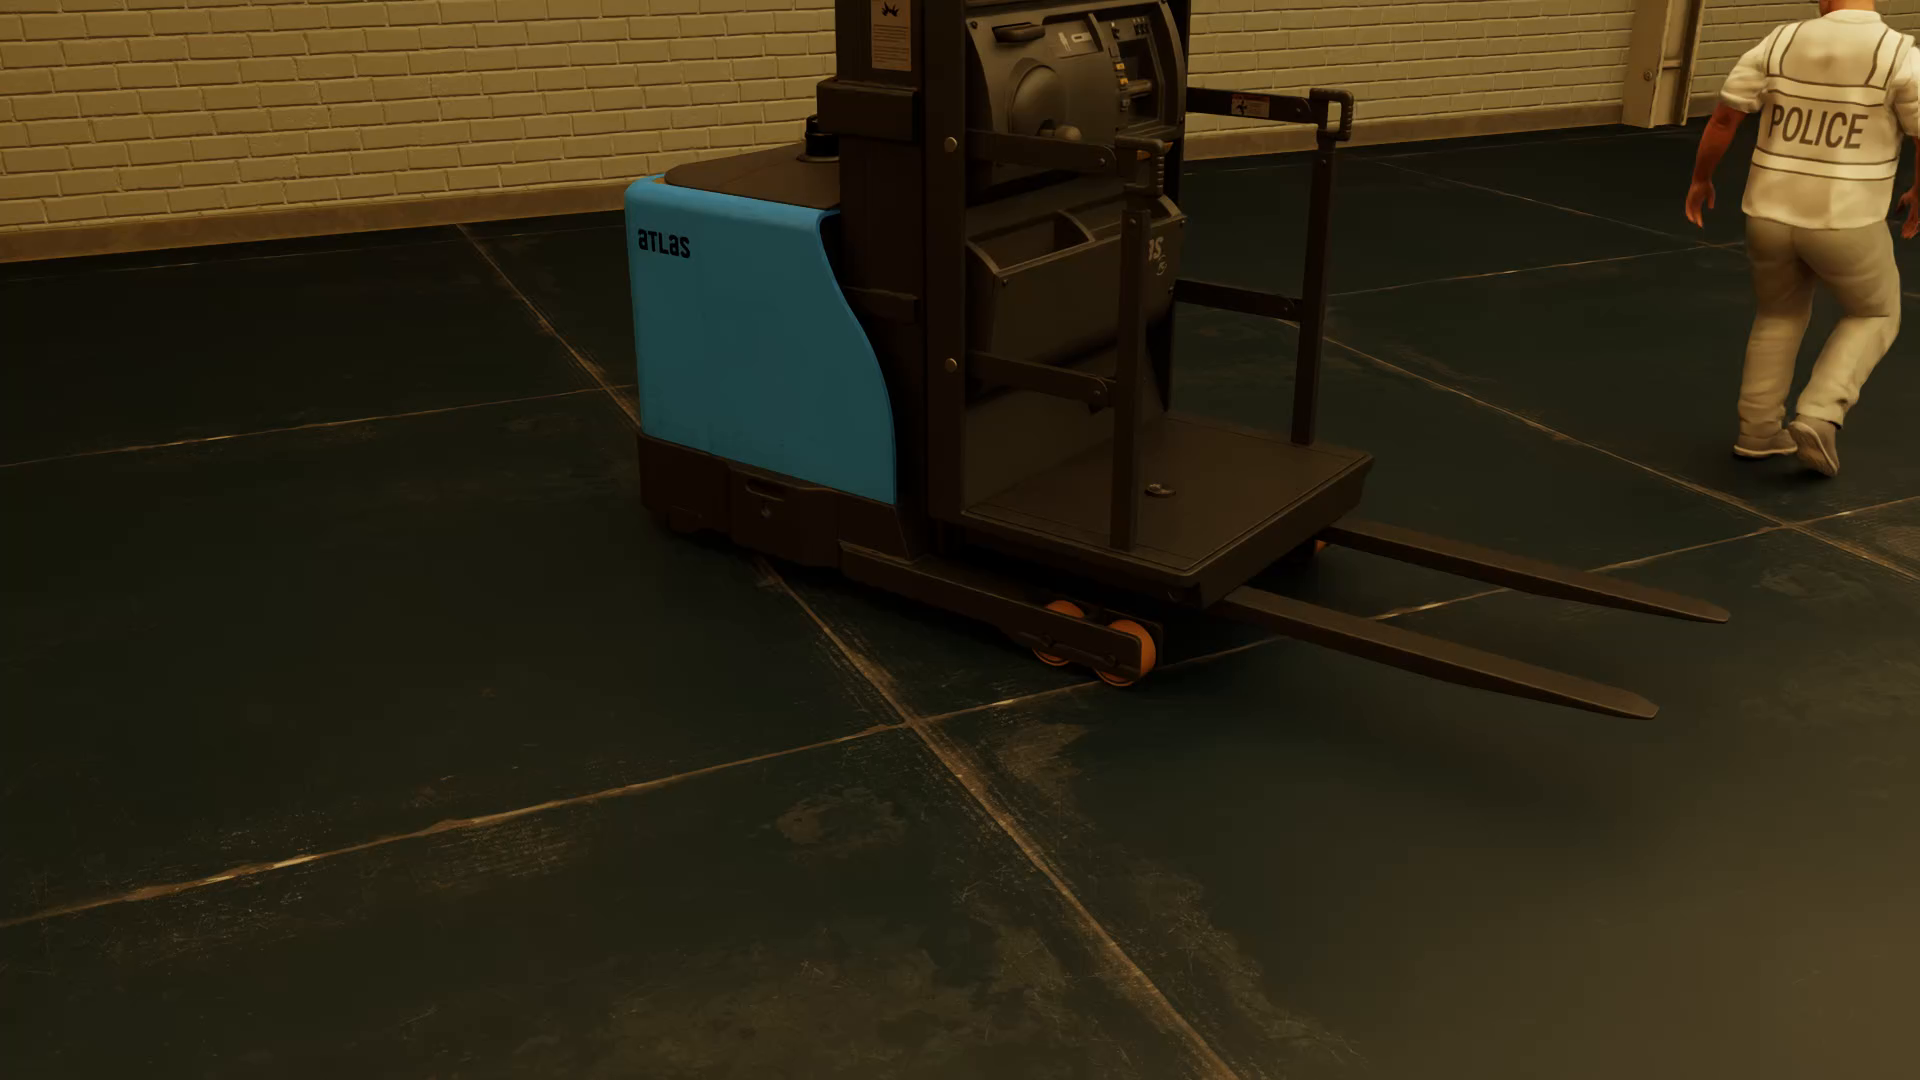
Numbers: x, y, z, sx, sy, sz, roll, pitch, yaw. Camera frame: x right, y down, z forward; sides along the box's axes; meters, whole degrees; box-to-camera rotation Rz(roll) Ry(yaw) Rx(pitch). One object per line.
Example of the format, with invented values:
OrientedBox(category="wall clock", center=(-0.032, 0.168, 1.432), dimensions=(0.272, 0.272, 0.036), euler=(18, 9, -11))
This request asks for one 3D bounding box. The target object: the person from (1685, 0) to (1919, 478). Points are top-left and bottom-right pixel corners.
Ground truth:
OrientedBox(category="person", center=(2.798, -1.077, 5.494), dimensions=(0.492, 1.727, 0.779), euler=(-17, 28, -35))

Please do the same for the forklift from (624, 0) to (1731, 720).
OrientedBox(category="forklift", center=(0.488, -1.213, 4.206), dimensions=(3.031, 2.935, 1.130), euler=(16, 27, 34))
